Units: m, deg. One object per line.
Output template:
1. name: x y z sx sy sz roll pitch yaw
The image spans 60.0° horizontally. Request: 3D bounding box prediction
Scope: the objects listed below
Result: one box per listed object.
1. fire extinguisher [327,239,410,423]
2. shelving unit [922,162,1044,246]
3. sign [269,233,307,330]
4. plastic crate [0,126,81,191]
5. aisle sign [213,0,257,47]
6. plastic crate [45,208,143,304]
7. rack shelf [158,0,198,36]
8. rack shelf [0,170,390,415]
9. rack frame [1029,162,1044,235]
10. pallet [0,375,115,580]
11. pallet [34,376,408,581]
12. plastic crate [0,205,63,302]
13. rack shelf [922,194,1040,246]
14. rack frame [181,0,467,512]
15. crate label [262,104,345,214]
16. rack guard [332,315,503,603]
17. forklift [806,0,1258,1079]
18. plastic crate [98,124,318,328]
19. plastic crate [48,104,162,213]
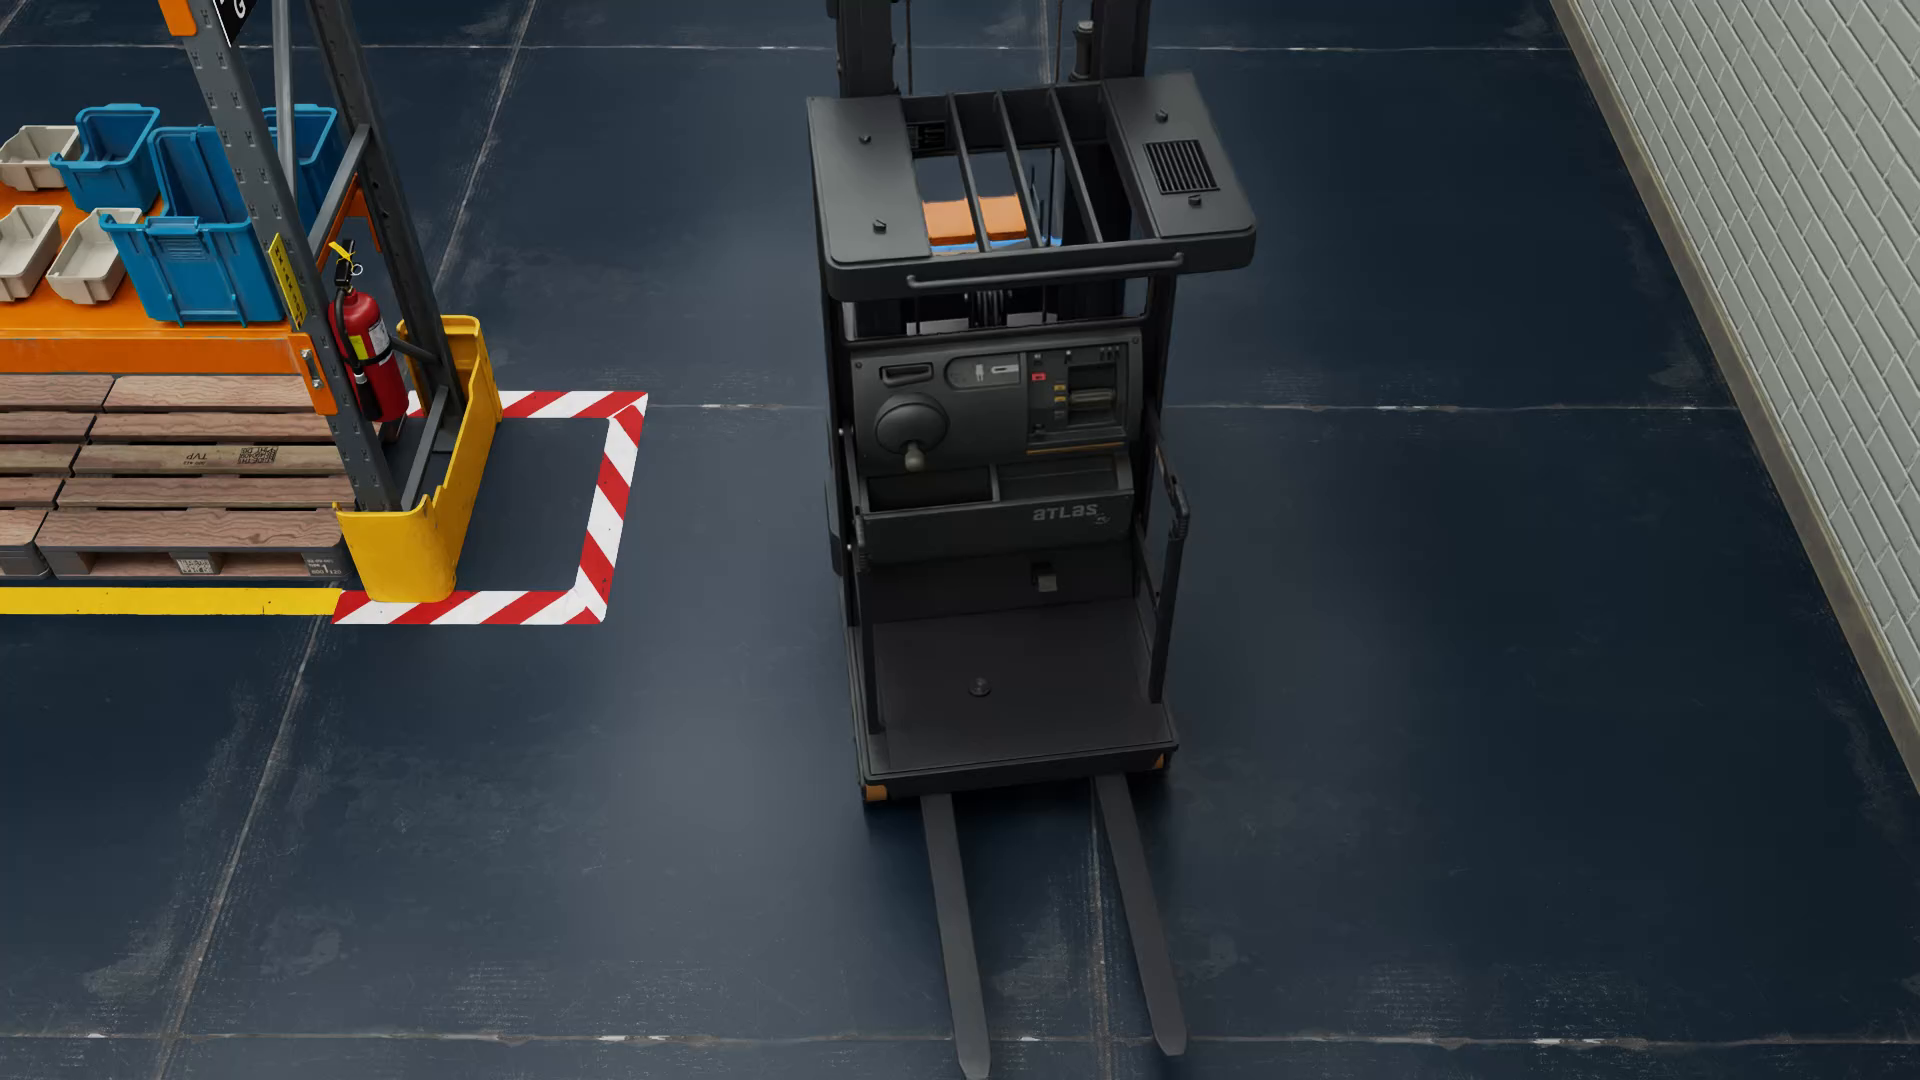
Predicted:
1. fire extinguisher: -2.069 -0.706 5.746 0.183 0.674 0.296 0 47 0
2. shelving unit: 0.059 -0.975 6.918 0.503 1.200 0.258 -6 47 -5
3. sign: -2.204 -0.846 5.457 0.005 0.325 0.100 0 47 0
4. plastic crate: -3.462 -1.428 6.250 0.298 0.136 0.250 0 47 0
5. aisle sign: -2.147 -1.864 4.740 0.004 0.787 0.394 0 47 0
6. plastic crate: -3.034 -0.993 5.845 0.243 0.136 0.396 0 47 0
7. rack shelf: -4.218 -1.975 5.062 4.000 0.370 1.077 0 47 0
8. rack shelf: -4.218 -0.953 6.160 4.000 0.370 1.077 0 47 0
9. rack frame: 0.301 -0.999 6.940 0.015 1.200 0.240 -6 47 -5
10. pallet: -4.259 -0.279 6.946 1.213 0.211 1.003 0 47 0
11. pallet: -3.042 -0.273 6.941 1.213 0.211 1.003 0 47 0
12. plastic crate: -3.324 -1.004 5.855 0.243 0.136 0.396 0 47 0
13. rack shelf: 0.059 -1.243 6.631 0.480 0.148 0.258 -6 47 -5
14. rack frame: -2.218 -1.193 5.892 0.127 3.000 1.000 0 47 0
15. crate label: -2.464 -1.398 6.156 0.303 0.233 0.416 0 47 0
16. rack guard: -2.194 -0.350 6.815 0.348 0.500 1.175 0 47 0
17. forklift: 0.154 -0.345 5.150 1.130 2.935 3.031 -6 47 -5
18. plastic crate: -2.553 -1.089 5.730 0.499 0.435 0.616 0 47 0
19. plastic crate: -3.122 -1.399 6.158 0.300 0.233 0.416 0 47 0
